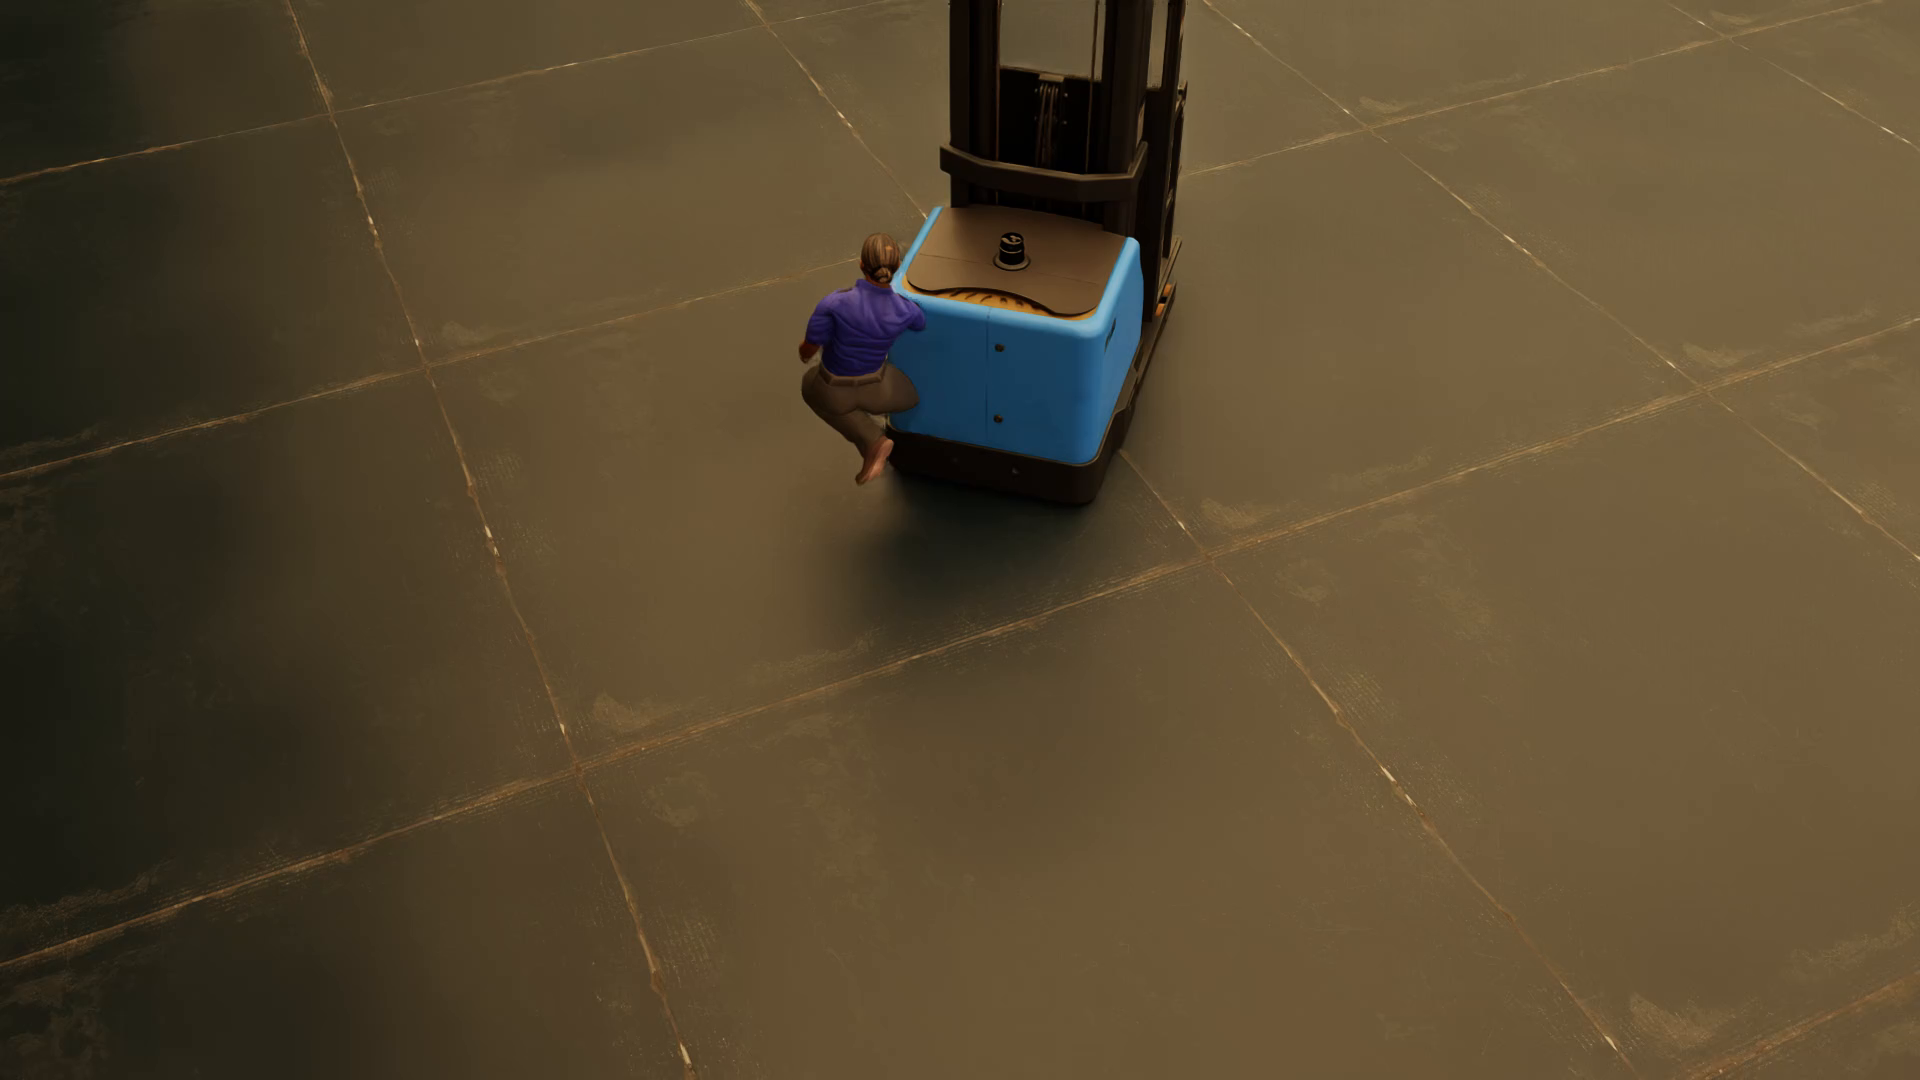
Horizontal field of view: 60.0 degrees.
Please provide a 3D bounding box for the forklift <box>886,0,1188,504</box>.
[{"bbox_3d":[0.559,-2.263,8.105,1.130,2.935,3.031,12,44,12],"label":"forklift"}]

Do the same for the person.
[{"bbox_3d":[-0.381,-0.839,7.615,0.717,1.507,0.655,-6,43,-7],"label":"person"}]
